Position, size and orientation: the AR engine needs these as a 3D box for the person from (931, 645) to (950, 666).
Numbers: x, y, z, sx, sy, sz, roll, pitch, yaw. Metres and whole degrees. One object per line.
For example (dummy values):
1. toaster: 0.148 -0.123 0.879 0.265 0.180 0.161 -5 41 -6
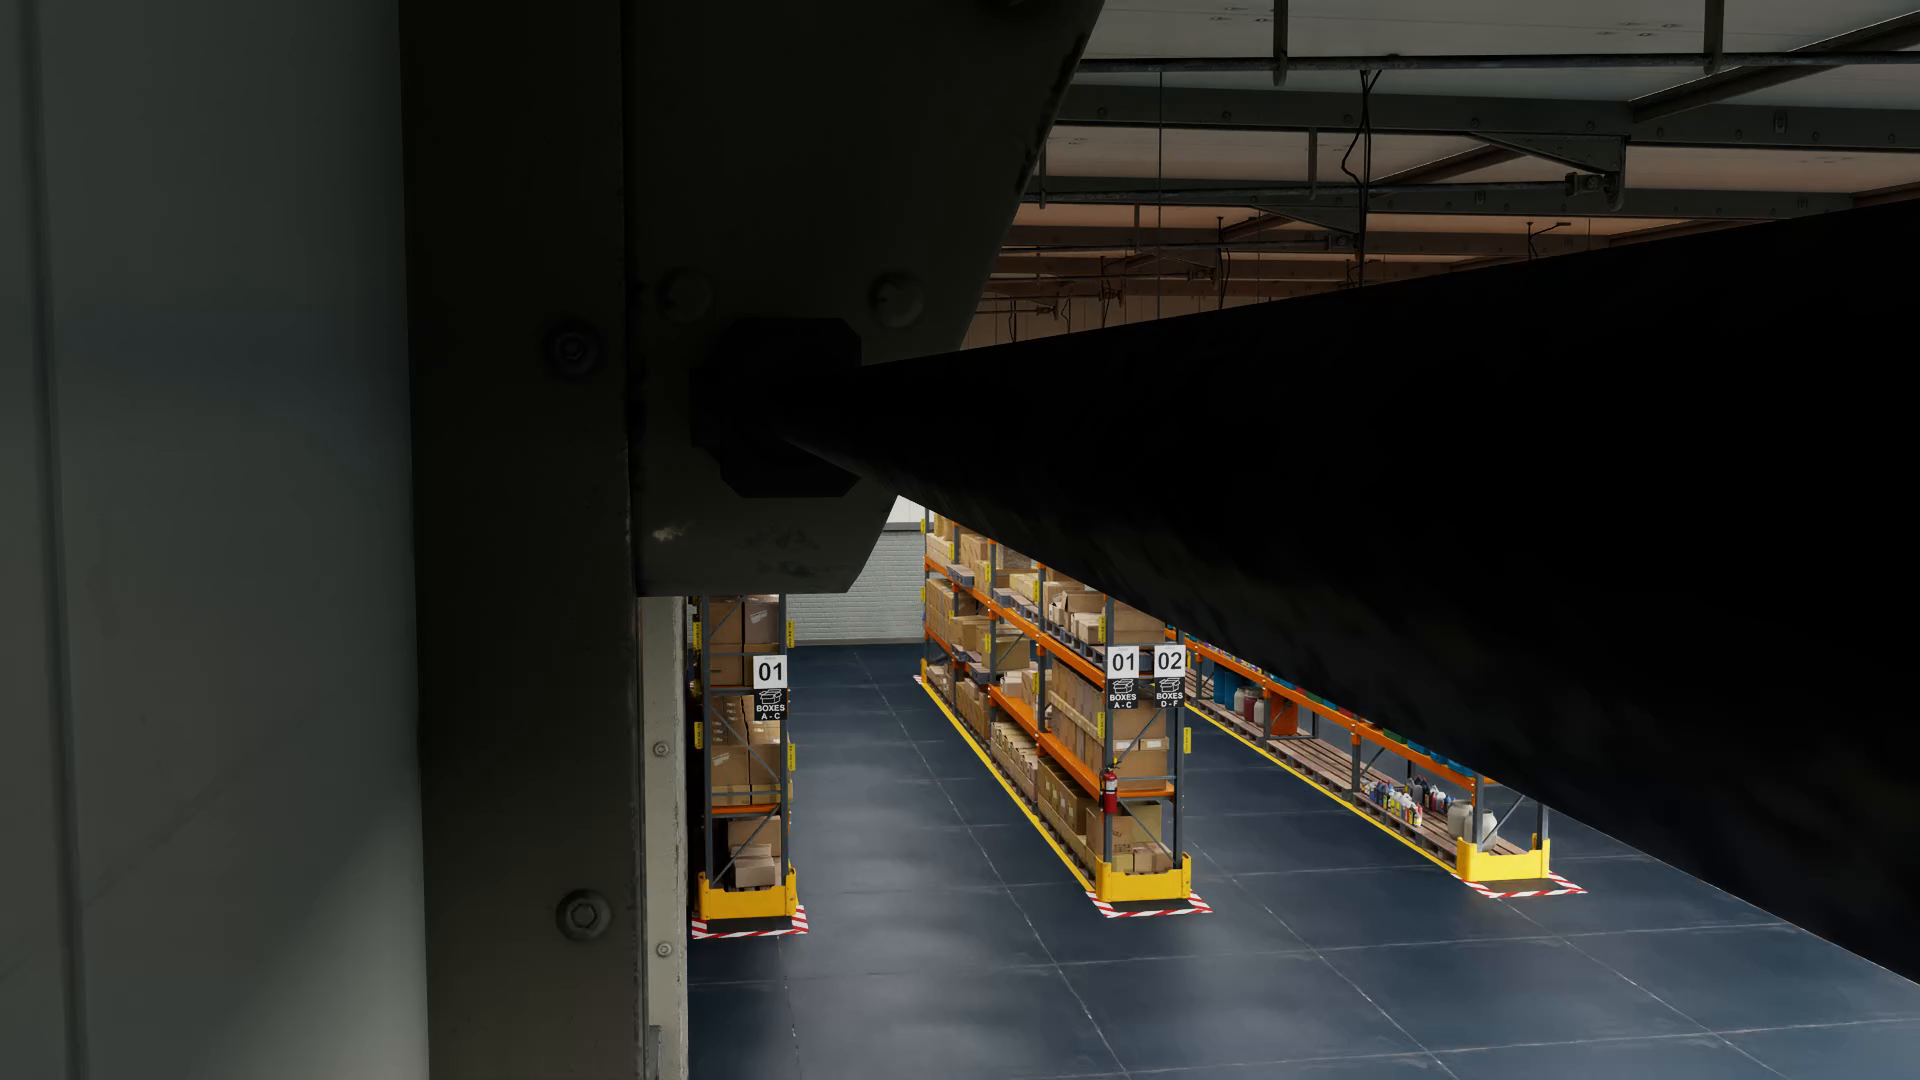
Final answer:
1. person: -0.390 2.245 37.594 0.557 1.607 0.632 -1 5 -16
